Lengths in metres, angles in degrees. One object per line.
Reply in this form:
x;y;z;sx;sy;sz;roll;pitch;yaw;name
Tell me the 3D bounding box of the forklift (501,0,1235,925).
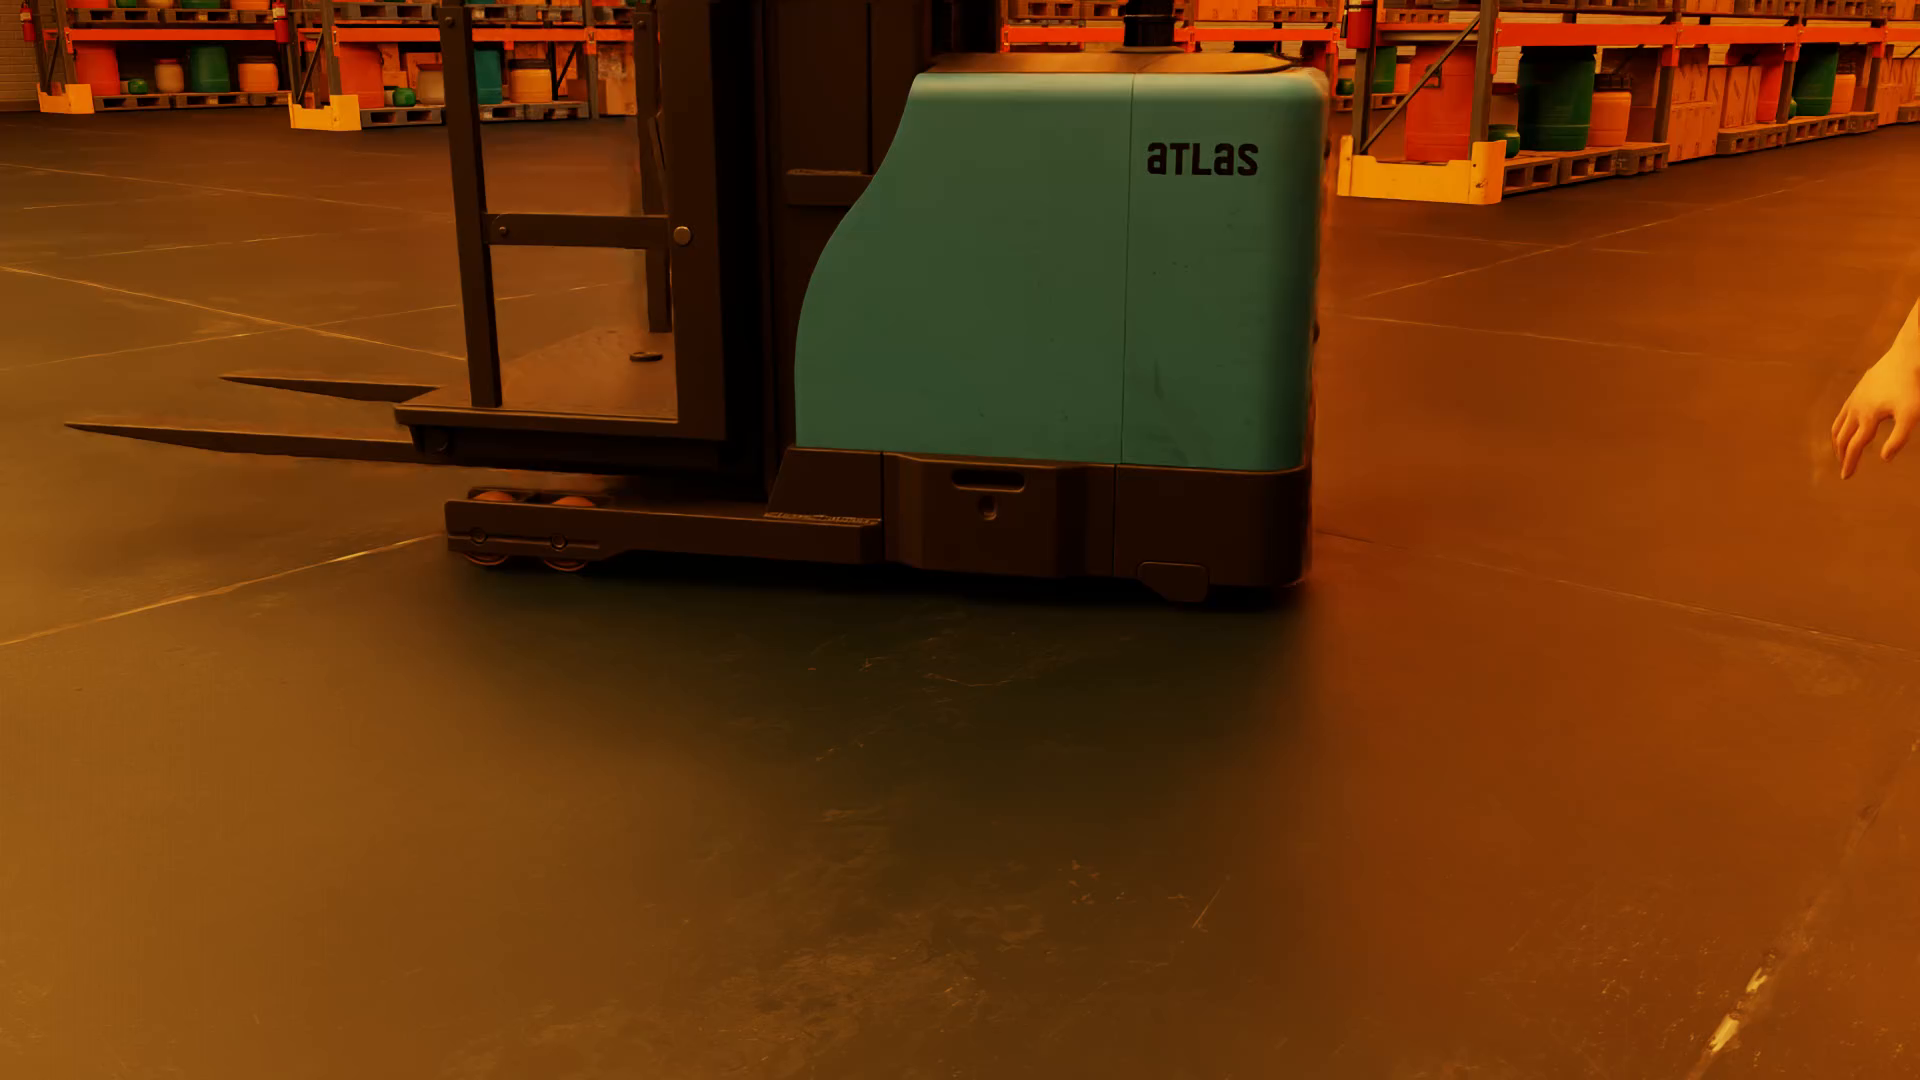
-0.045;-1.222;2.922;1.130;2.935;3.031;2;17;5;forklift
